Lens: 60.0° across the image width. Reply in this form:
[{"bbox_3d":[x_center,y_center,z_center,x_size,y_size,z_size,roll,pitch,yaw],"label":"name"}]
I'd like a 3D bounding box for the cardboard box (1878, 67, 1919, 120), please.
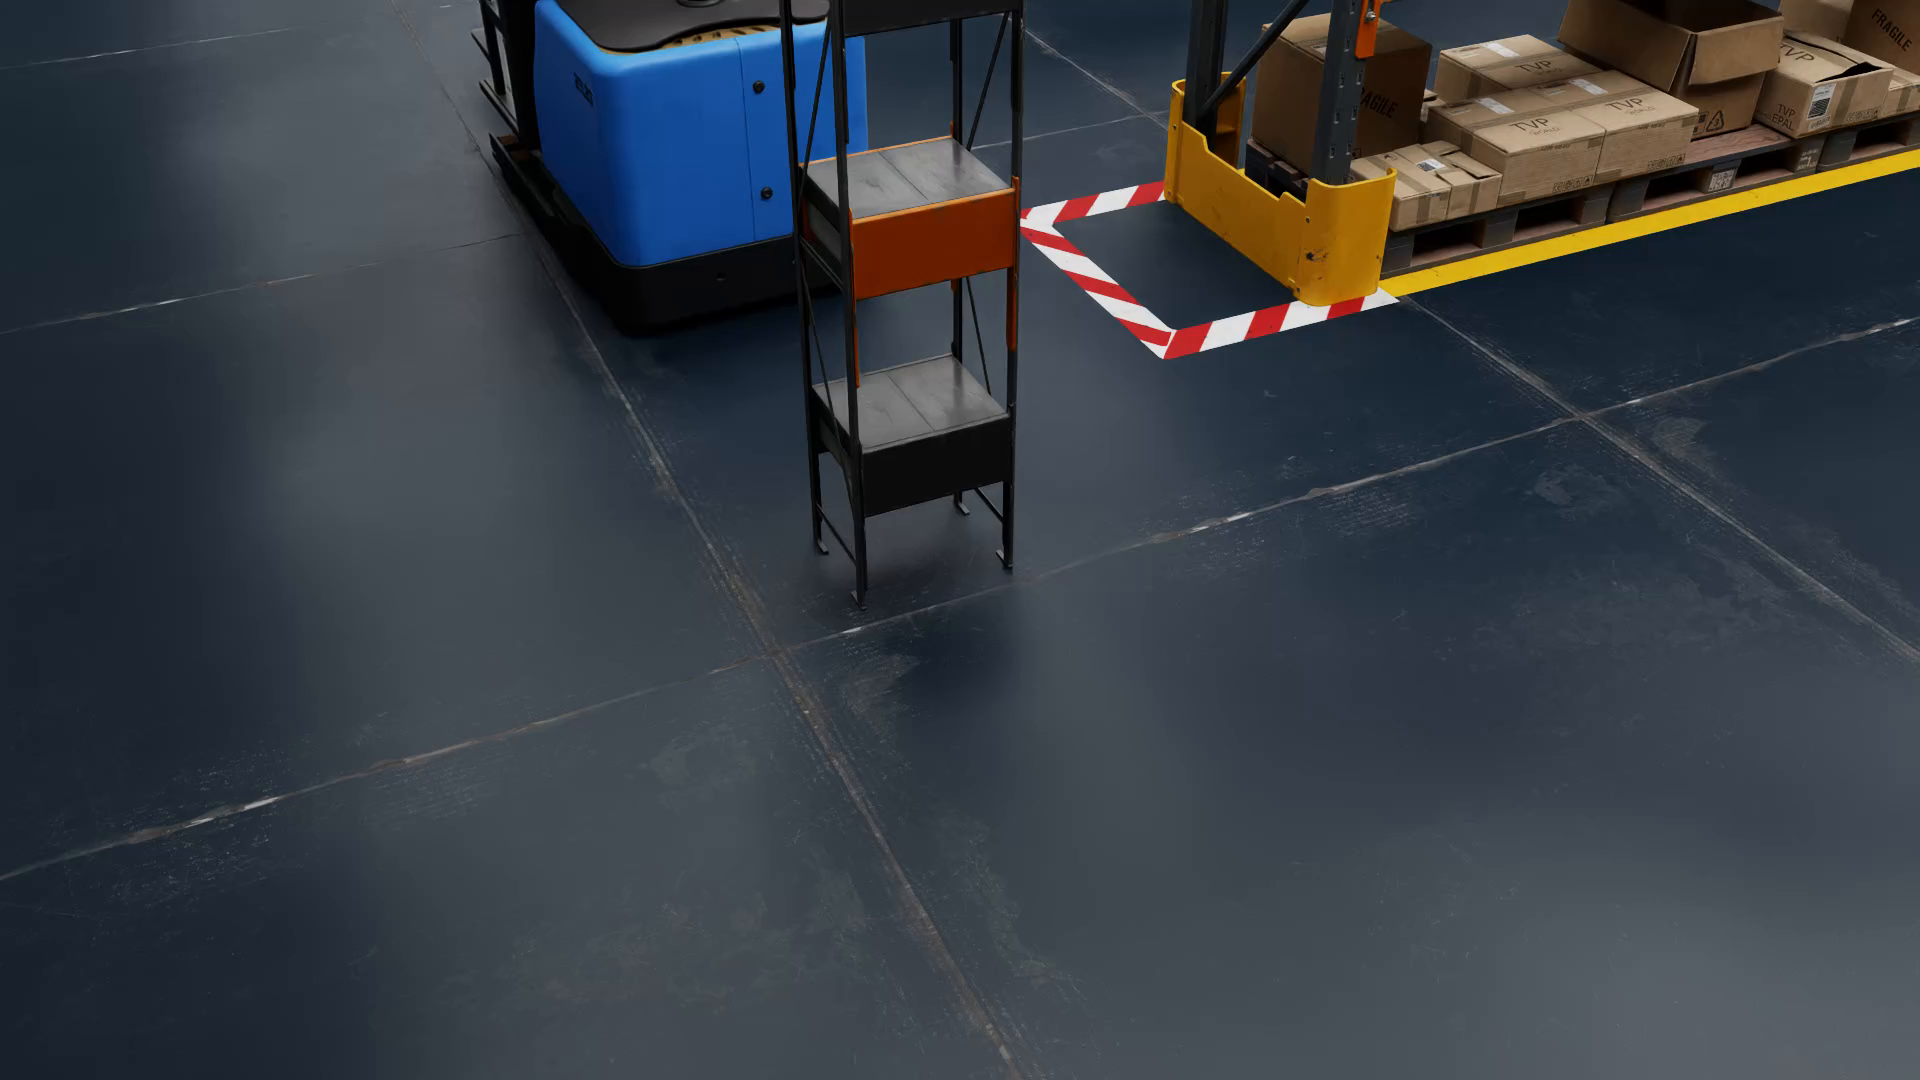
[{"bbox_3d":[4.116,-2.059,7.531,0.250,0.149,0.380,-16,39,-20],"label":"cardboard box"}]

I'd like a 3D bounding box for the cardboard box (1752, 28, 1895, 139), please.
[{"bbox_3d":[3.751,-2.061,7.399,0.500,0.311,0.500,-16,39,-20],"label":"cardboard box"}]

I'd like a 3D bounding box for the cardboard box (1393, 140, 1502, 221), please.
[{"bbox_3d":[1.956,-1.462,6.712,0.250,0.166,0.380,-16,39,-20],"label":"cardboard box"}]

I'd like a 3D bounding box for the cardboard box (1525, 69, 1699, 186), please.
[{"bbox_3d":[2.722,-1.749,7.029,0.500,0.250,0.500,-16,39,-20],"label":"cardboard box"}]

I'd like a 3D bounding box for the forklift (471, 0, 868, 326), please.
[{"bbox_3d":[-1.451,-2.841,6.620,1.130,2.935,3.031,-17,40,-21],"label":"forklift"}]

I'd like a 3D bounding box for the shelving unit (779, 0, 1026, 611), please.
[{"bbox_3d":[-0.150,-0.801,4.568,0.503,2.100,0.431,-16,39,-20],"label":"shelving unit"}]

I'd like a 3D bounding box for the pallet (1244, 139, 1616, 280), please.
[{"bbox_3d":[1.994,-1.540,7.150,1.213,0.211,1.003,-16,39,-20],"label":"pallet"}]

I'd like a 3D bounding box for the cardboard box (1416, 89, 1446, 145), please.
[{"bbox_3d":[1.997,-1.802,7.171,0.250,0.166,0.380,-16,39,-20],"label":"cardboard box"}]

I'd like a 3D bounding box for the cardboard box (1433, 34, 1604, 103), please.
[{"bbox_3d":[2.465,-2.006,7.375,0.500,0.250,0.500,-16,39,-20],"label":"cardboard box"}]

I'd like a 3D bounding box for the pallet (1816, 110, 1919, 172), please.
[{"bbox_3d":[4.203,-2.158,7.983,1.213,0.211,1.003,-16,39,-20],"label":"pallet"}]

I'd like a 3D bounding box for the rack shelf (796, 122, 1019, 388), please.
[{"bbox_3d":[-0.150,-0.791,4.576,0.480,0.518,0.431,-16,39,-20],"label":"rack shelf"}]

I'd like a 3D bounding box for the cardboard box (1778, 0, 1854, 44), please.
[{"bbox_3d":[4.353,-2.559,8.069,0.500,0.311,0.500,-16,39,-20],"label":"cardboard box"}]

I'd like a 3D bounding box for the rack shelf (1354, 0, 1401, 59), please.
[{"bbox_3d":[3.015,-2.656,6.917,4.000,0.370,1.077,-16,39,-20],"label":"rack shelf"}]

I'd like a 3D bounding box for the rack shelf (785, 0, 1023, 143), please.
[{"bbox_3d":[-0.150,-1.353,4.159,0.480,0.518,0.431,-16,39,-20],"label":"rack shelf"}]

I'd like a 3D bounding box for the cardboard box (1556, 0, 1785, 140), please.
[{"bbox_3d":[3.127,-2.147,7.353,0.637,0.503,0.797,-16,39,-20],"label":"cardboard box"}]

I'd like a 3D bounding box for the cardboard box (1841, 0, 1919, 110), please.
[{"bbox_3d":[4.430,-2.327,7.598,0.500,0.500,0.500,-16,39,-20],"label":"cardboard box"}]

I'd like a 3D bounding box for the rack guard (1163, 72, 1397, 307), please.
[{"bbox_3d":[1.273,-1.454,6.791,0.348,0.500,1.175,-16,39,-20],"label":"rack guard"}]

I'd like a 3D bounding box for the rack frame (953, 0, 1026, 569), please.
[{"bbox_3d":[0.071,-0.863,4.651,0.015,2.100,0.400,-16,39,-20],"label":"rack frame"}]

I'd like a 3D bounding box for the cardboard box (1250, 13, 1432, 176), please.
[{"bbox_3d":[1.592,-1.882,6.999,0.500,0.500,0.500,-16,39,-20],"label":"cardboard box"}]

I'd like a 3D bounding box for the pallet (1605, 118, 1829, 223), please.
[{"bbox_3d":[3.097,-1.847,7.563,1.213,0.211,1.003,-16,39,-20],"label":"pallet"}]

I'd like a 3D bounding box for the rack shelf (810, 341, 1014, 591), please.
[{"bbox_3d":[-0.150,-0.228,4.993,0.480,0.518,0.431,-16,39,-20],"label":"rack shelf"}]

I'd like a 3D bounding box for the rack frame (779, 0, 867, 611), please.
[{"bbox_3d":[-0.371,-0.740,4.485,0.015,2.100,0.400,-16,39,-20],"label":"rack frame"}]

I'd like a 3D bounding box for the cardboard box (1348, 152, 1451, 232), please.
[{"bbox_3d":[1.729,-1.391,6.632,0.250,0.149,0.380,-16,39,-20],"label":"cardboard box"}]

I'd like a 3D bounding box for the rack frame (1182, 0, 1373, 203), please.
[{"bbox_3d":[1.204,-2.439,6.020,0.127,3.000,1.000,-16,39,-20],"label":"rack frame"}]

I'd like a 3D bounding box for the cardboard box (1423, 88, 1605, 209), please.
[{"bbox_3d":[2.270,-1.622,6.858,0.500,0.250,0.500,-16,39,-20],"label":"cardboard box"}]
